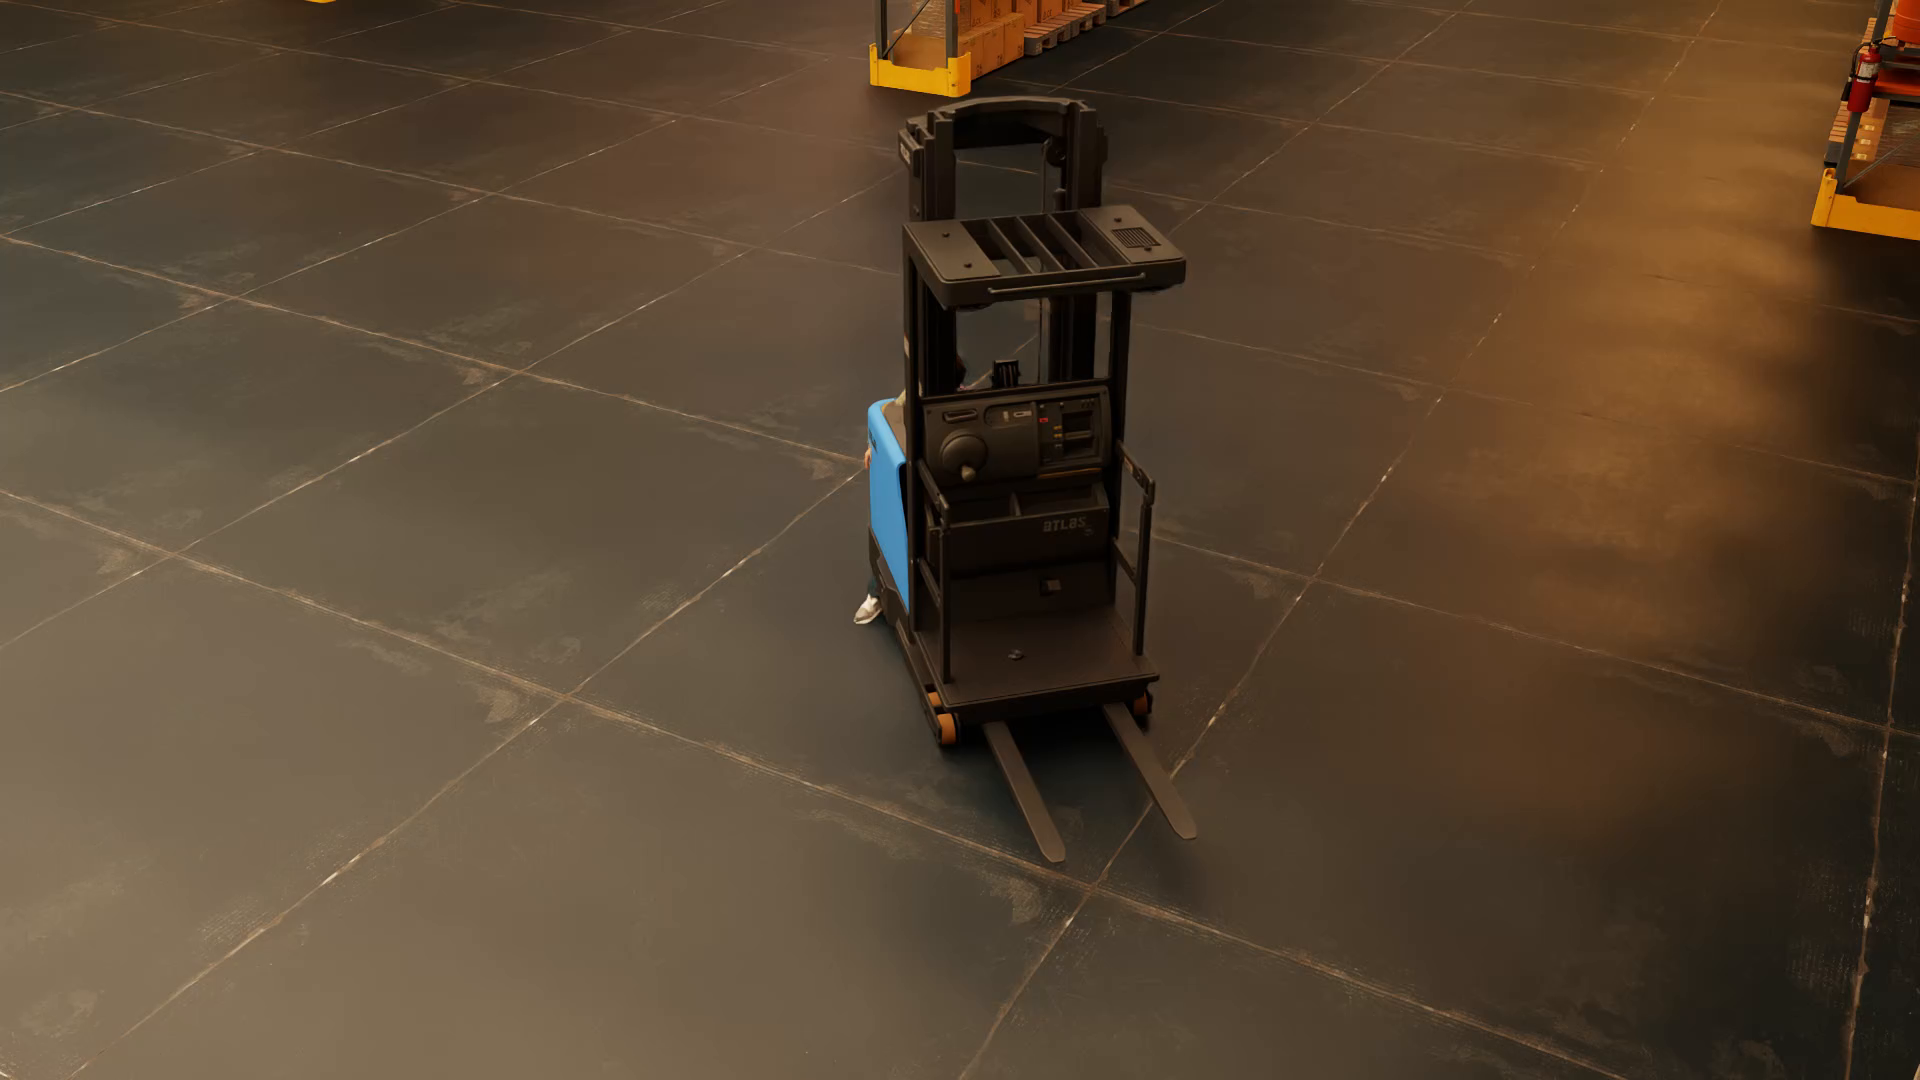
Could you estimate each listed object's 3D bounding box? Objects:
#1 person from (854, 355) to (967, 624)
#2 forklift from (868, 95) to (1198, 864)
[{"bbox_3d":[-0.240,-0.294,9.051,0.720,1.470,0.726,11,32,19],"label":"person"},{"bbox_3d":[0.339,-0.461,7.869,1.130,2.935,3.031,-7,31,-13],"label":"forklift"}]
